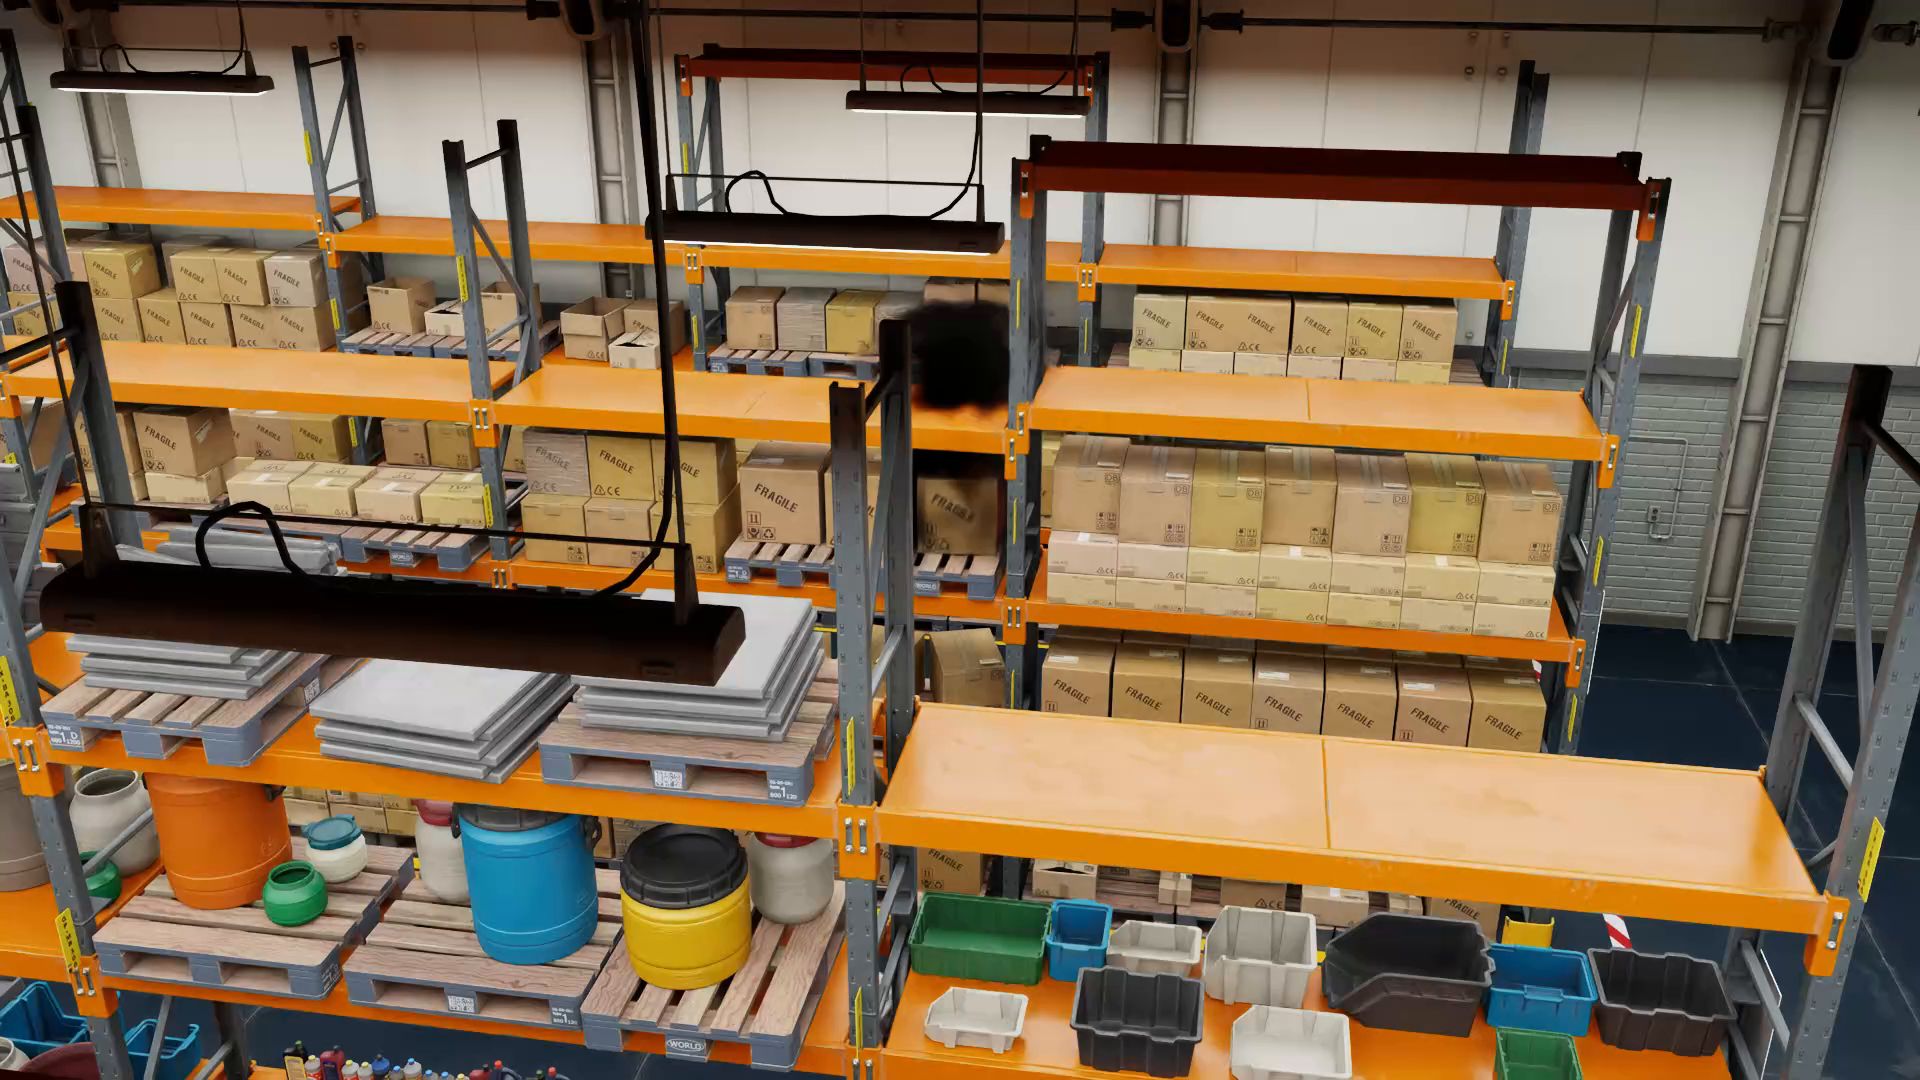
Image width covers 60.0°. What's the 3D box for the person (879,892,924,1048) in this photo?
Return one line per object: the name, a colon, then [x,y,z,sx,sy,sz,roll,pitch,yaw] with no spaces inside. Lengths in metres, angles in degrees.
person: [-0.328,3.057,10.911,0.764,1.790,0.657,-1,23,-2]
